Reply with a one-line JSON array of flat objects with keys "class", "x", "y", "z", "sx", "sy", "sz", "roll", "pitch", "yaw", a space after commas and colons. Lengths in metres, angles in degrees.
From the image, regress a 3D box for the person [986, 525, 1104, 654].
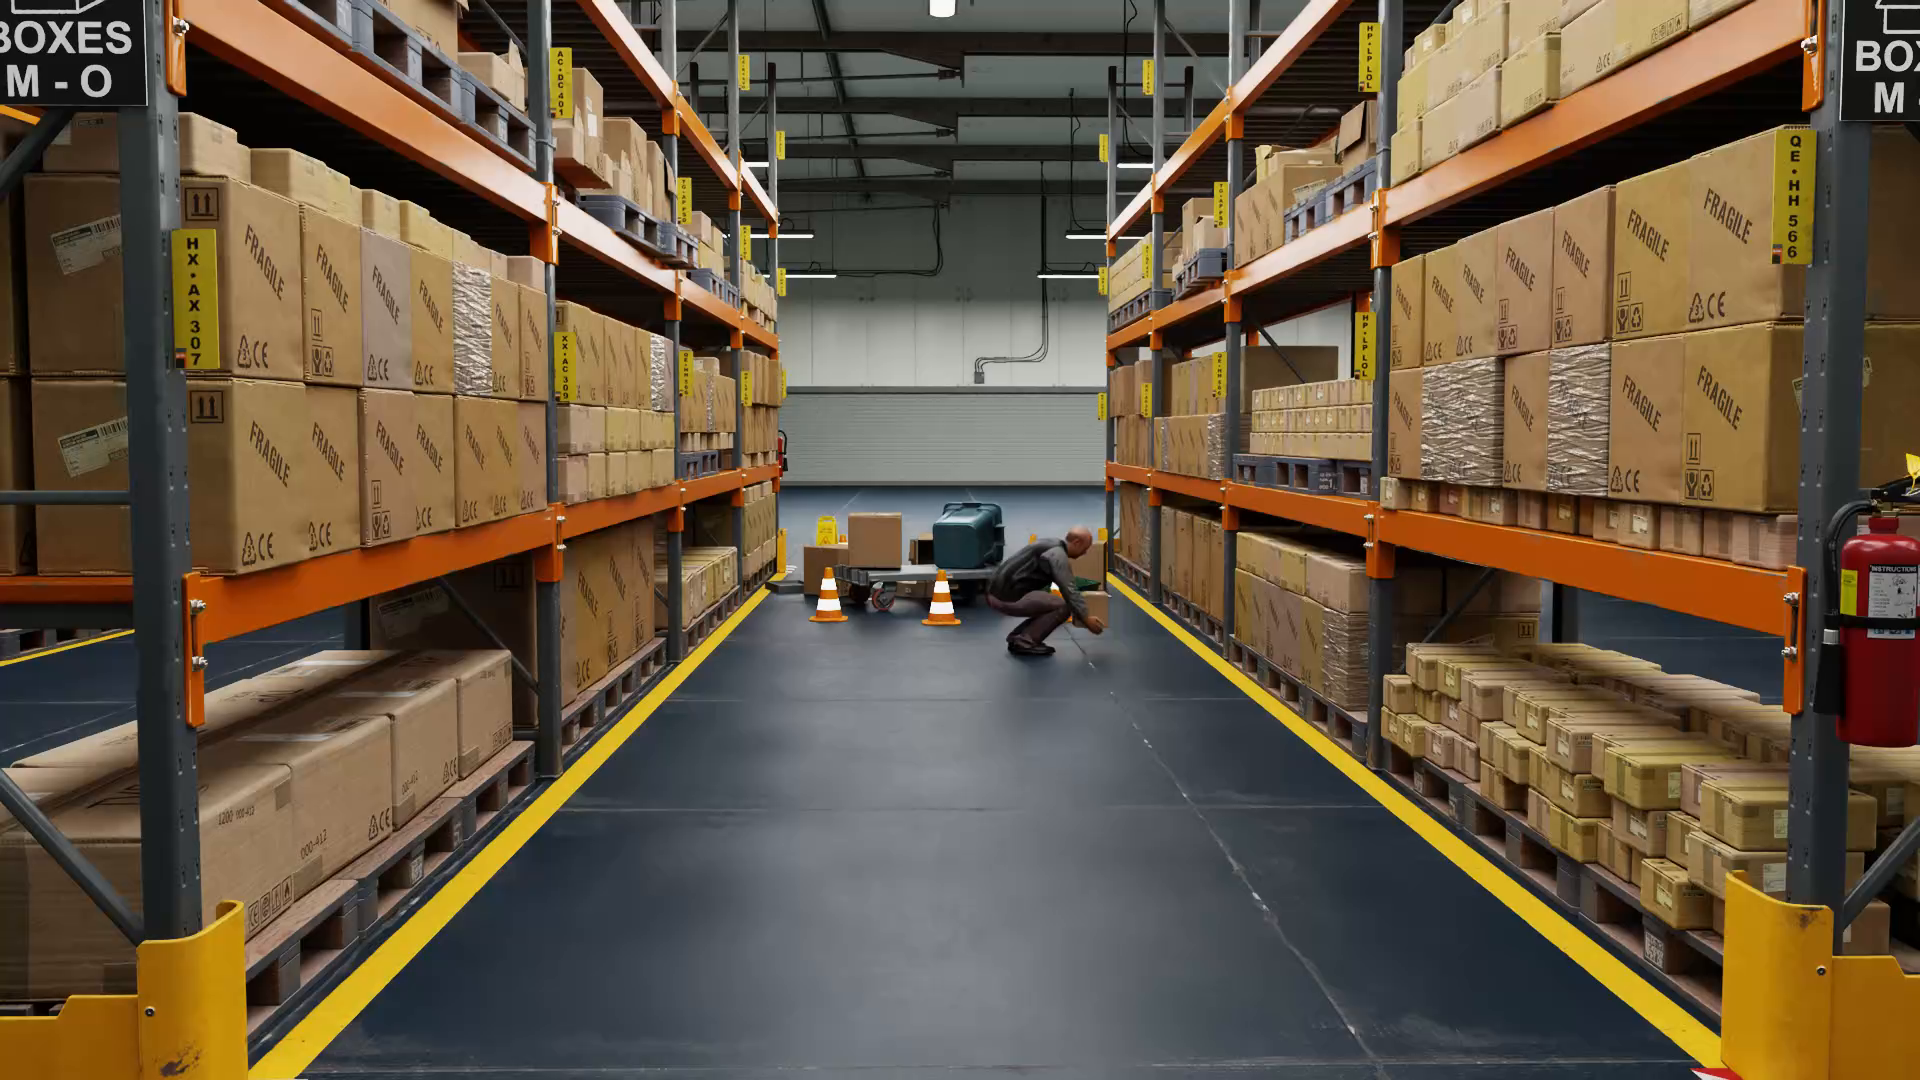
[{"class": "person", "x": 0.638, "y": 0.374, "z": 12.591, "sx": 0.872, "sy": 0.963, "sz": 0.530, "roll": 0, "pitch": 4, "yaw": -1}]
